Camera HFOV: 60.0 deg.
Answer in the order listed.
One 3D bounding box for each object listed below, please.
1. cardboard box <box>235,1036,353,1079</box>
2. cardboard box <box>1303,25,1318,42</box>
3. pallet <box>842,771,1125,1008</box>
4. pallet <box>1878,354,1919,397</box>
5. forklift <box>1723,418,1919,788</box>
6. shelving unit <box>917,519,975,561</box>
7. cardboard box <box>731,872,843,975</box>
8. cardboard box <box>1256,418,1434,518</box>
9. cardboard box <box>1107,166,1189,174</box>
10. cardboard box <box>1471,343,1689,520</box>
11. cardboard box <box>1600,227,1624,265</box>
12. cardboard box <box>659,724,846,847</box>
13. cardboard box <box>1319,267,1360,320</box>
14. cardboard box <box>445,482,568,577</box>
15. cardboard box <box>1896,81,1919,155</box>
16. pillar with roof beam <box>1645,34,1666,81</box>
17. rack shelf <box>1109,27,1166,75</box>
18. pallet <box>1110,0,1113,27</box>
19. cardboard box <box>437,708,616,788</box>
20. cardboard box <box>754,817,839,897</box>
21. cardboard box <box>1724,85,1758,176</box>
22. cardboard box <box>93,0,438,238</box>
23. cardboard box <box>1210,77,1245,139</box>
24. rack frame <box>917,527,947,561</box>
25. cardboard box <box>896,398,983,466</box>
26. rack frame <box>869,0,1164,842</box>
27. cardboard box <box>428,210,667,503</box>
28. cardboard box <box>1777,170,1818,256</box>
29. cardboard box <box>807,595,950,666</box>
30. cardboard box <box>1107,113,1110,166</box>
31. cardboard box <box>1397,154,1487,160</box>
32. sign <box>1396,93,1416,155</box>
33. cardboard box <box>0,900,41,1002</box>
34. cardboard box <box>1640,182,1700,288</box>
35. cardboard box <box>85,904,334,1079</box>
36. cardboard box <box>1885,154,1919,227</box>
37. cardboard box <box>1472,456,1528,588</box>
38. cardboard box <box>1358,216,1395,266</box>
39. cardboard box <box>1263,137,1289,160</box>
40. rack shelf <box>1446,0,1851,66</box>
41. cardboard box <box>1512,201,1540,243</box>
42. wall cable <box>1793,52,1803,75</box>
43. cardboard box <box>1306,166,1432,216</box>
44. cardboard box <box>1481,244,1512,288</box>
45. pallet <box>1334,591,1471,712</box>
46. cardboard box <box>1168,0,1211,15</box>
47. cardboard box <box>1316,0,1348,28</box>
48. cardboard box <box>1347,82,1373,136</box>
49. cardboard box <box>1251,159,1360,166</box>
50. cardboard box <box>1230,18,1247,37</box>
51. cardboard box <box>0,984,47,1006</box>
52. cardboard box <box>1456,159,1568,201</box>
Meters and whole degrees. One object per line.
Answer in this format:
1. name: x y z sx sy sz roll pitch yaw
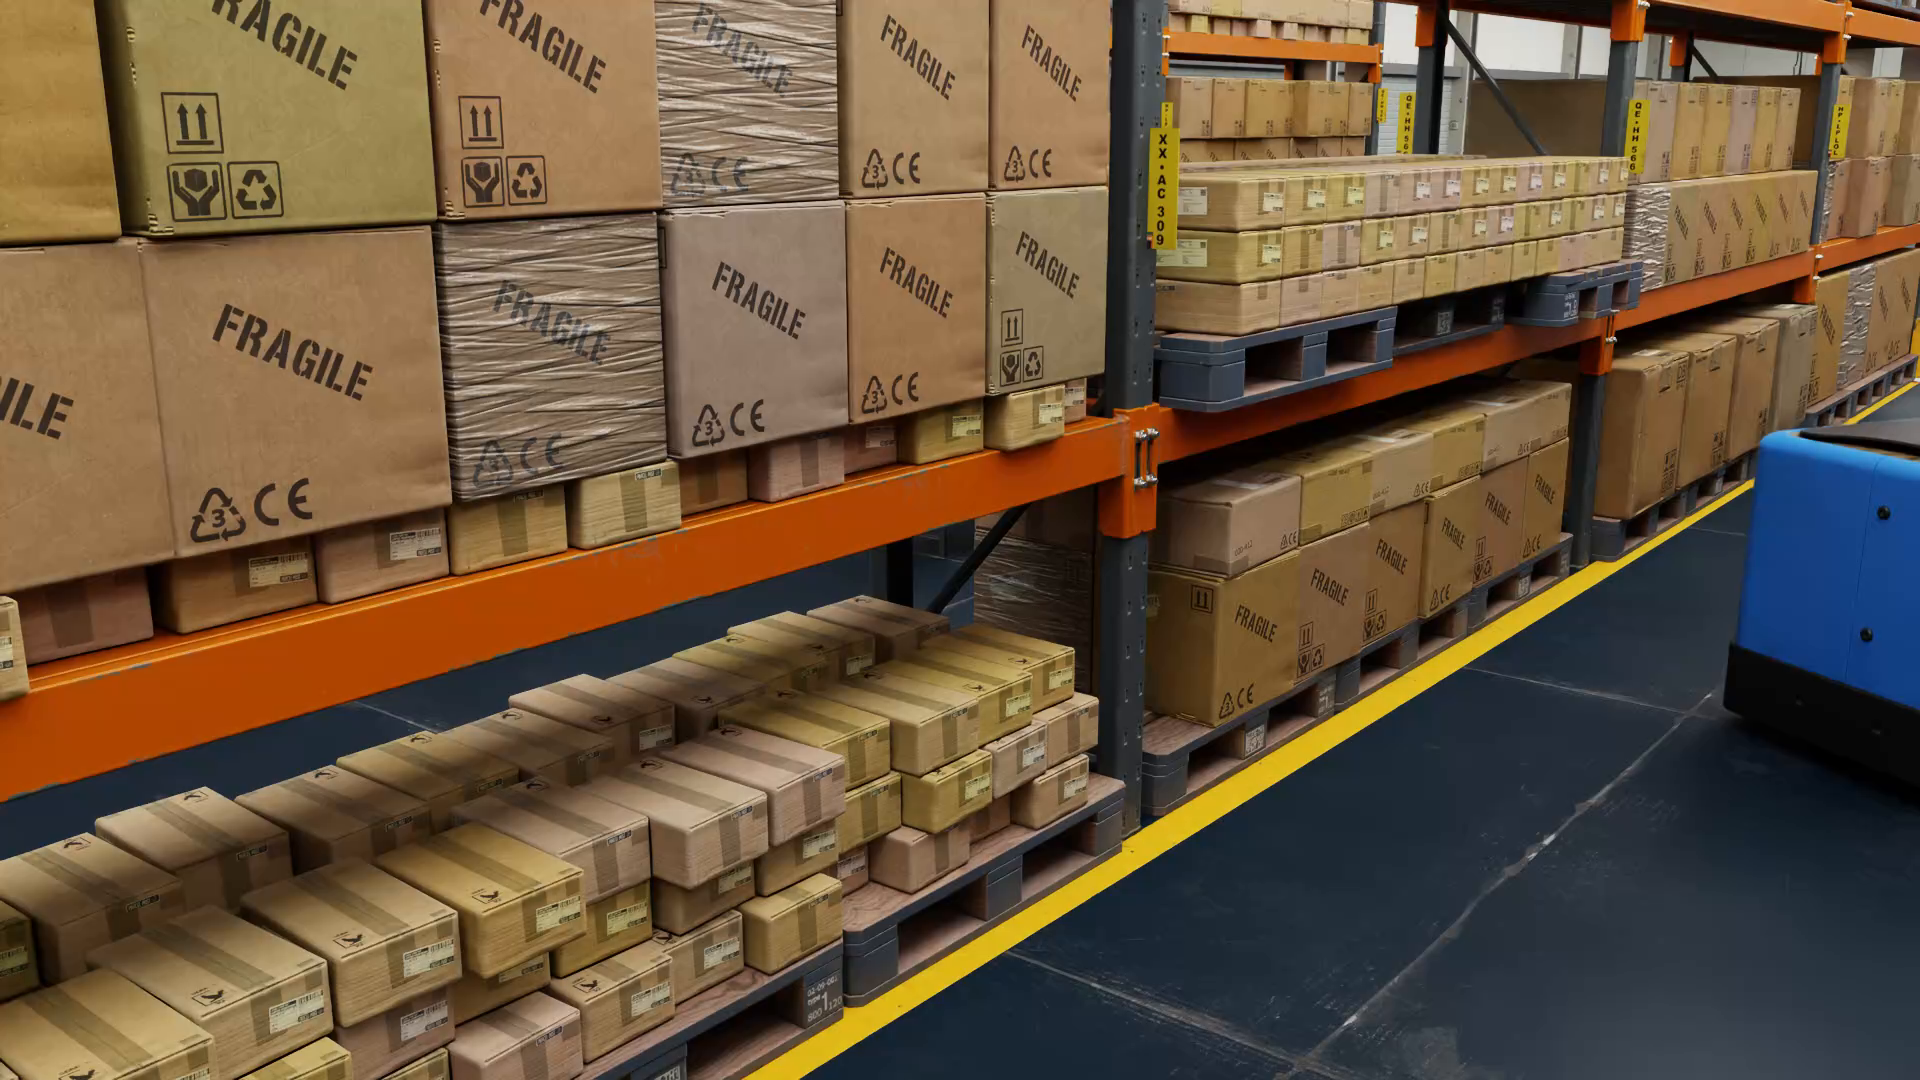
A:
1. cardboard box: -1.311 0.977 3.017 0.380 0.149 0.250 12 19 39
2. cardboard box: 3.094 -4.699 15.447 0.380 0.149 0.250 11 18 37
3. pallet: -0.267 0.860 4.809 1.003 0.211 1.213 11 18 38
4. pallet: 7.228 -1.407 13.733 1.003 0.211 1.213 11 18 38
5. forklift: 4.308 -0.783 5.754 3.031 2.935 1.130 -6 15 -22
6. shelving unit: 0.004 -0.728 8.443 0.431 1.500 0.755 11 18 38
7. cardboard box: -0.504 0.879 4.009 0.380 0.149 0.250 11 18 37
8. cardboard box: 1.454 -0.281 6.338 0.500 0.250 0.500 12 19 40
9. cardboard box: 0.560 -1.204 5.718 0.380 0.149 0.250 11 18 36
10. cardboard box: 3.094 -0.608 8.639 1.050 0.750 0.750 11 18 37
11. cardboard box: 2.689 -1.308 7.336 0.380 0.149 0.250 12 18 38
12. cardboard box: -0.496 0.580 3.976 0.380 0.149 0.250 10 17 35
13. cardboard box: 1.063 -0.813 5.388 0.380 0.149 0.250 11 18 38
14. cardboard box: -0.987 -0.056 3.261 0.380 0.149 0.250 12 19 40
15. cardboard box: 7.132 -3.335 13.161 0.875 0.550 0.550 11 18 38
16. pillar with roof beam: 20.958 -12.431 39.279 9.100 9.000 0.400 11 18 38
17. rack shelf: -0.015 -3.627 12.175 1.077 0.370 4.000 11 18 38
18. pallet: 0.771 -4.165 13.217 1.213 0.211 1.003 11 18 38
19. cardboard box: -1.067 0.552 4.086 0.380 0.149 0.250 10 18 35
20. cardboard box: -0.517 0.710 4.067 0.380 0.149 0.250 12 18 39
21. cardboard box: 4.209 -2.399 9.741 0.700 0.500 0.500 11 18 38
22. cardboard box: -1.241 -0.776 2.746 0.500 0.500 0.500 11 18 36
23. cardboard box: 2.025 -3.727 14.363 0.700 0.500 0.500 11 18 38
24. rack frame: -0.226 -0.658 8.167 0.400 1.500 0.023 11 18 38
25. cardboard box: -0.161 -0.305 4.241 0.380 0.149 0.250 12 19 40
26. rack frame: 0.128 -0.626 4.994 1.000 3.000 0.127 11 18 38
27. cardboard box: -0.940 -0.392 3.268 0.500 0.500 0.500 11 18 36
28. cardboard box: 5.036 -2.065 10.456 0.500 0.500 0.500 11 18 37
29. cardboard box: -0.250 0.298 5.086 0.380 0.149 0.250 12 19 40
30. cardboard box: 0.820 -3.081 13.000 0.500 0.500 0.500 11 18 38
31. cardboard box: 2.198 -1.702 7.681 0.380 0.149 0.250 11 18 38
32. sign: 2.208 -2.038 8.202 0.100 0.325 0.005 11 18 38
33. cardboard box: -1.984 0.781 3.185 0.380 0.149 0.250 11 18 36
34. cardboard box: 3.451 -1.582 8.556 0.500 0.500 0.500 11 18 37
35. cardboard box: -1.364 0.822 3.023 0.380 0.149 0.250 10 17 35
36. cardboard box: 7.143 -2.810 13.286 0.875 0.550 0.550 11 18 38
37. cardboard box: 2.102 -0.118 7.221 0.500 0.500 0.500 12 19 40
38. cardboard box: 1.219 -1.005 5.541 0.380 0.149 0.250 10 18 35
39. cardboard box: 2.660 -3.432 15.233 0.500 0.500 0.500 12 18 38
40. rack shelf: 3.899 -2.880 9.236 1.077 0.370 4.000 11 18 38
41. cardboard box: 2.040 -1.255 6.525 0.380 0.149 0.250 11 18 37
42. wall cable: 20.490 -11.951 43.699 3.097 2.526 0.112 11 18 38
43. cardboard box: 1.386 -1.200 5.702 0.380 0.149 0.250 11 18 37
44. cardboard box: 1.879 -1.063 6.373 0.380 0.149 0.250 12 19 39
45. pallet: 1.382 0.342 6.848 1.003 0.211 1.213 11 18 38
46. cardboard box: 1.731 -4.472 13.741 0.500 0.250 0.500 11 18 36
47. cardboard box: 3.316 -4.962 15.671 0.500 0.250 0.500 11 18 37
48. cardboard box: 3.605 -4.216 16.289 0.700 0.500 0.500 11 18 36
49. cardboard box: 1.376 -1.451 6.693 0.380 0.149 0.250 12 19 39
50. cardboard box: 2.271 -4.455 14.487 0.380 0.149 0.250 11 18 36
51. cardboard box: -1.951 0.929 3.205 0.380 0.149 0.250 10 18 35
52. cardboard box: 2.201 -1.447 6.677 0.380 0.149 0.250 12 19 39
